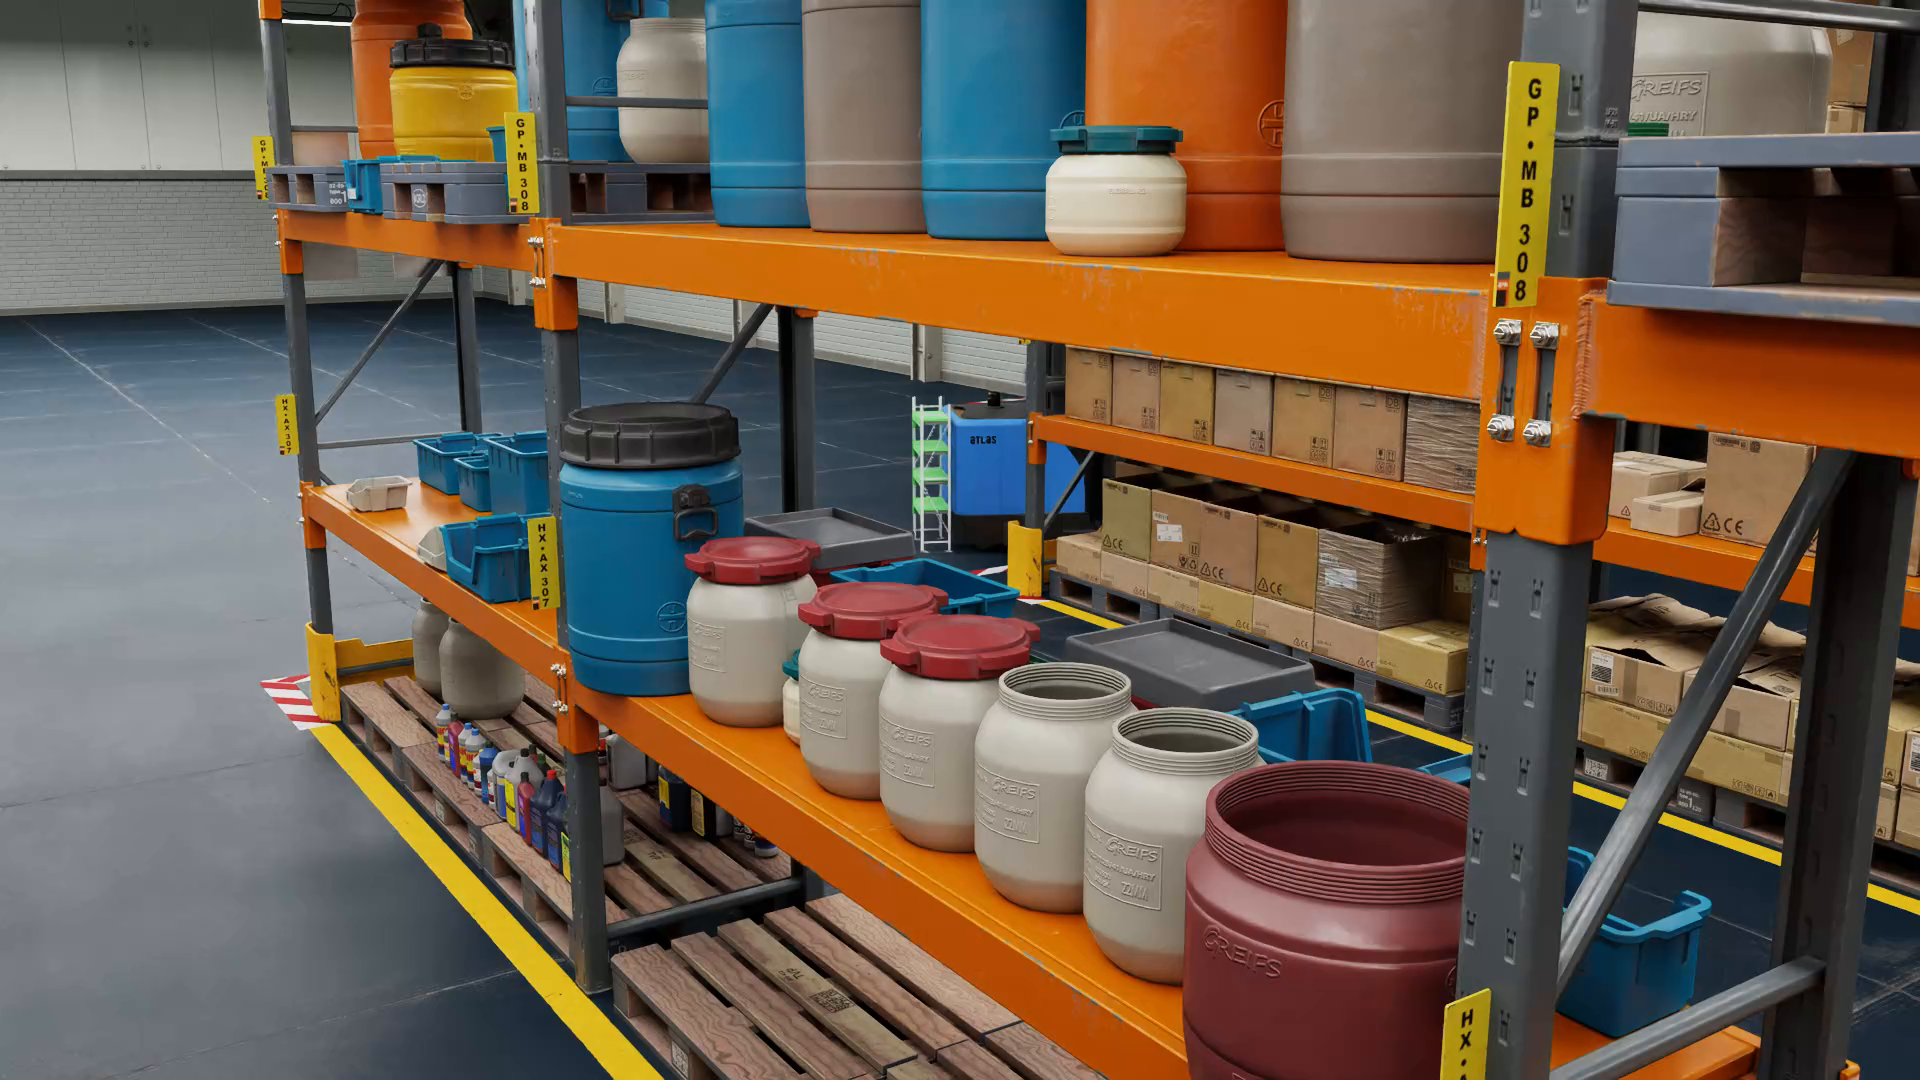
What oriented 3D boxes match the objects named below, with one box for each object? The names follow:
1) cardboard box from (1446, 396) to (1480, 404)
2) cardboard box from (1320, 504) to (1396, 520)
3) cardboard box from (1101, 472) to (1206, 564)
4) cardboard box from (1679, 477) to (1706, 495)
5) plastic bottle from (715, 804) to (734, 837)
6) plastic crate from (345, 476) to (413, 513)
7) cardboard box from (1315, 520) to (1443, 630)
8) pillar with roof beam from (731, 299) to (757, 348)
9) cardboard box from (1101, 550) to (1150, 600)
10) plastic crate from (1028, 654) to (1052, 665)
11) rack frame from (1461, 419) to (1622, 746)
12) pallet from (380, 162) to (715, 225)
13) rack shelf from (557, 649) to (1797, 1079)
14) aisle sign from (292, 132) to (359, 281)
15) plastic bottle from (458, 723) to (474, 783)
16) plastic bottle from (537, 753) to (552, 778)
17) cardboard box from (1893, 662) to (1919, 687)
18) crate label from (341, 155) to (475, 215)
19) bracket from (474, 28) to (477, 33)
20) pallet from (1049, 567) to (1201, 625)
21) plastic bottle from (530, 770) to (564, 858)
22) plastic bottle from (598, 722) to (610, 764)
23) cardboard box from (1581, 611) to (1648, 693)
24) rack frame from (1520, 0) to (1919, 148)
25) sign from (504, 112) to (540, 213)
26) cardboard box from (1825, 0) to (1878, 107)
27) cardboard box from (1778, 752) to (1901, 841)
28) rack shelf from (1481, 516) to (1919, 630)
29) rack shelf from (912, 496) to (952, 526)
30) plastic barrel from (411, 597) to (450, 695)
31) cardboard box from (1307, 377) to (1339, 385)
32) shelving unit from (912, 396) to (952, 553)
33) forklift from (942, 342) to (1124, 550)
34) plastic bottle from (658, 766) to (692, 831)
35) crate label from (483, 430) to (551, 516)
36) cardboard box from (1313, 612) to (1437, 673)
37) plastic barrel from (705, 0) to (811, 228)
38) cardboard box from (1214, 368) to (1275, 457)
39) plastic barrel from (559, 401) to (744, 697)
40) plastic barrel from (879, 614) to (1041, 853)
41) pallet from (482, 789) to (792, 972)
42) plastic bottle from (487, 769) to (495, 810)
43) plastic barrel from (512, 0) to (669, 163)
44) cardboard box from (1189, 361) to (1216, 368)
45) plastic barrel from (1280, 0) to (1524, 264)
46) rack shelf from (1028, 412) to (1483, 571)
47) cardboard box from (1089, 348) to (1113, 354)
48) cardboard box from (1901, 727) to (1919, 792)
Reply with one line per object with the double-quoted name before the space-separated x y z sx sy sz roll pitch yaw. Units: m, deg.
"cardboard box" 2.806 -0.820 8.836 0.380 0.149 0.250 -8 15 -33
"cardboard box" 2.585 0.043 10.339 0.500 0.500 0.500 -8 15 -33
"cardboard box" 1.310 -0.160 11.271 0.500 0.500 0.500 -8 15 -33
"cardboard box" 3.775 -0.231 8.210 0.396 0.266 0.258 -9 15 -34
"plastic bottle" -1.004 1.108 7.121 0.152 0.276 0.135 -7 14 -31
"plastic crate" -2.979 -0.231 8.512 0.298 0.136 0.250 -8 15 -33
"cardboard box" 2.429 0.194 9.651 0.500 0.500 0.500 -8 15 -33
"pillar with roof beam" -7.408 -7.330 26.315 9.100 9.000 0.400 -8 15 -33
"cardboard box" 1.311 0.206 11.352 0.500 0.250 0.500 -8 15 -33
"plastic crate" 0.210 0.535 4.892 0.450 0.188 0.662 -8 15 -33
"rack frame" 3.135 -0.431 8.811 1.000 3.000 0.127 -8 15 -33
"pallet" -1.471 -1.335 6.367 1.213 0.211 1.003 -8 15 -33
"rack shelf" 0.118 0.862 4.583 1.077 0.370 4.000 -8 15 -33
"aisle sign" -3.490 -1.805 9.008 0.394 0.787 0.004 -8 15 -33
"plastic bottle" -2.271 0.982 7.709 0.097 0.271 0.097 0 12 0
"plastic bottle" -1.801 1.078 7.239 0.061 0.283 0.133 -8 15 -33
"cardboard box" 4.442 0.742 7.588 0.500 0.311 0.500 -8 15 -33
"crate label" -2.444 -1.577 7.380 0.502 0.251 0.408 -8 15 -33
"bracket" -10.998 -11.764 38.165 0.235 0.232 0.430 -8 15 -33
"pallet" 1.378 0.351 11.763 1.003 0.211 1.213 -8 15 -33
"plastic bottle" -1.693 1.119 6.893 0.144 0.351 0.185 -9 15 -36
"plastic bottle" -1.724 0.961 7.966 0.097 0.201 0.097 0 12 0
"cardboard box" 3.157 0.536 8.529 0.500 0.311 0.500 -8 15 -33
"rack frame" 1.226 -2.065 2.239 1.000 3.000 0.127 -8 15 -33
"sign" -1.454 -1.252 5.523 0.100 0.325 0.005 -8 15 -33
"cardboard box" 3.779 -2.182 7.408 0.500 0.500 0.500 -6 14 -27
"cardboard box" 4.005 1.082 7.347 0.500 0.250 0.500 -8 15 -32
"rack shelf" 4.243 0.276 7.261 1.077 0.370 4.000 -8 15 -33
"rack shelf" -0.232 -0.242 13.583 0.258 0.148 0.480 -2 12 -9
"plastic barrel" -2.778 0.562 9.113 0.421 0.512 0.421 0 12 0
"cardboard box" 2.244 -1.001 9.665 0.380 0.149 0.250 -8 15 -33
"shelving unit" -0.232 -0.539 13.518 0.258 1.200 0.503 -2 12 -9
"forklift" 1.382 -1.475 13.746 3.031 2.935 1.130 -2 12 -8
"plastic bottle" -1.212 1.058 7.172 0.144 0.351 0.185 -8 15 -33
"crate label" -1.962 -0.279 8.032 0.502 0.435 0.616 -8 15 -33
"cardboard box" 2.428 0.561 9.731 0.500 0.250 0.500 -8 15 -33
"plastic barrel" -0.528 -1.491 5.463 0.600 0.901 0.708 -8 15 -33
"cardboard box" 2.027 -0.832 10.409 0.700 0.500 0.500 -8 14 -31
"plastic barrel" -1.028 0.014 5.601 0.600 0.901 0.708 -8 15 -33
"plastic barrel" 0.003 0.492 4.273 0.433 0.535 0.433 0 12 0
"pallet" -1.328 1.393 7.000 1.003 0.211 1.213 -8 15 -33
"plastic bottle" -2.047 1.088 7.387 0.097 0.201 0.097 0 12 0
"plastic barrel" -1.453 -1.950 6.581 0.600 0.901 0.708 -8 15 -33
"cardboard box" 1.673 -1.184 10.502 0.380 0.149 0.250 -8 15 -33
"plastic barrel" 0.952 -1.016 3.291 0.600 0.901 0.600 0 12 0
"rack shelf" 2.027 -0.435 10.514 1.077 0.370 4.000 -8 15 -33
"cardboard box" 1.106 -1.366 11.335 0.380 0.149 0.250 -9 15 -34
"cardboard box" 4.286 0.899 6.871 0.500 0.311 0.500 -8 15 -33
